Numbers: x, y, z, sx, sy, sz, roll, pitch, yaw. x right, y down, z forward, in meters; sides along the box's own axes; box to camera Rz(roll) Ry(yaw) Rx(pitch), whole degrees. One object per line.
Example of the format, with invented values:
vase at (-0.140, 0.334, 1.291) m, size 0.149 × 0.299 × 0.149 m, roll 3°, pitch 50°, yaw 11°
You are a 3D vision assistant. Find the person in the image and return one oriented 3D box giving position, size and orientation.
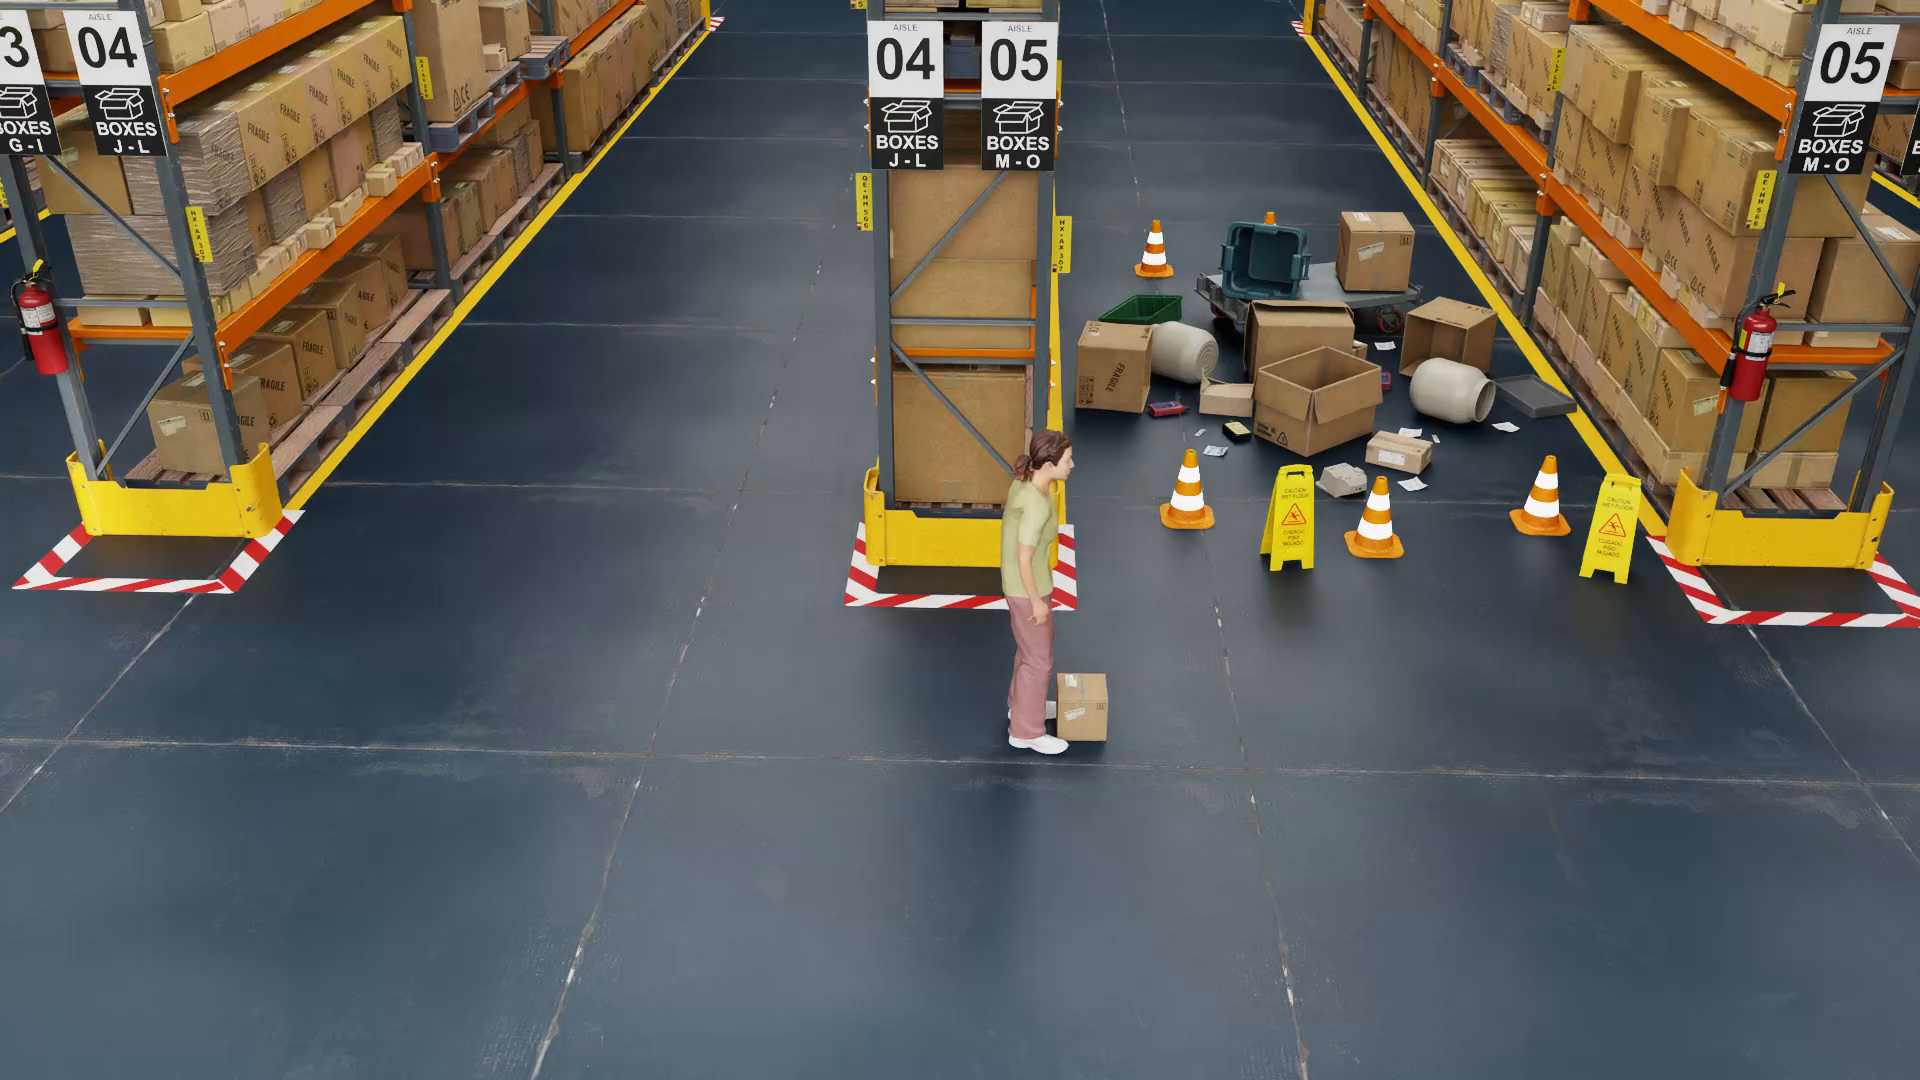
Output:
person at (0.377, 0.232, 8.194) m, size 0.356 × 1.668 × 0.499 m, roll 1°, pitch 28°, yaw 2°
